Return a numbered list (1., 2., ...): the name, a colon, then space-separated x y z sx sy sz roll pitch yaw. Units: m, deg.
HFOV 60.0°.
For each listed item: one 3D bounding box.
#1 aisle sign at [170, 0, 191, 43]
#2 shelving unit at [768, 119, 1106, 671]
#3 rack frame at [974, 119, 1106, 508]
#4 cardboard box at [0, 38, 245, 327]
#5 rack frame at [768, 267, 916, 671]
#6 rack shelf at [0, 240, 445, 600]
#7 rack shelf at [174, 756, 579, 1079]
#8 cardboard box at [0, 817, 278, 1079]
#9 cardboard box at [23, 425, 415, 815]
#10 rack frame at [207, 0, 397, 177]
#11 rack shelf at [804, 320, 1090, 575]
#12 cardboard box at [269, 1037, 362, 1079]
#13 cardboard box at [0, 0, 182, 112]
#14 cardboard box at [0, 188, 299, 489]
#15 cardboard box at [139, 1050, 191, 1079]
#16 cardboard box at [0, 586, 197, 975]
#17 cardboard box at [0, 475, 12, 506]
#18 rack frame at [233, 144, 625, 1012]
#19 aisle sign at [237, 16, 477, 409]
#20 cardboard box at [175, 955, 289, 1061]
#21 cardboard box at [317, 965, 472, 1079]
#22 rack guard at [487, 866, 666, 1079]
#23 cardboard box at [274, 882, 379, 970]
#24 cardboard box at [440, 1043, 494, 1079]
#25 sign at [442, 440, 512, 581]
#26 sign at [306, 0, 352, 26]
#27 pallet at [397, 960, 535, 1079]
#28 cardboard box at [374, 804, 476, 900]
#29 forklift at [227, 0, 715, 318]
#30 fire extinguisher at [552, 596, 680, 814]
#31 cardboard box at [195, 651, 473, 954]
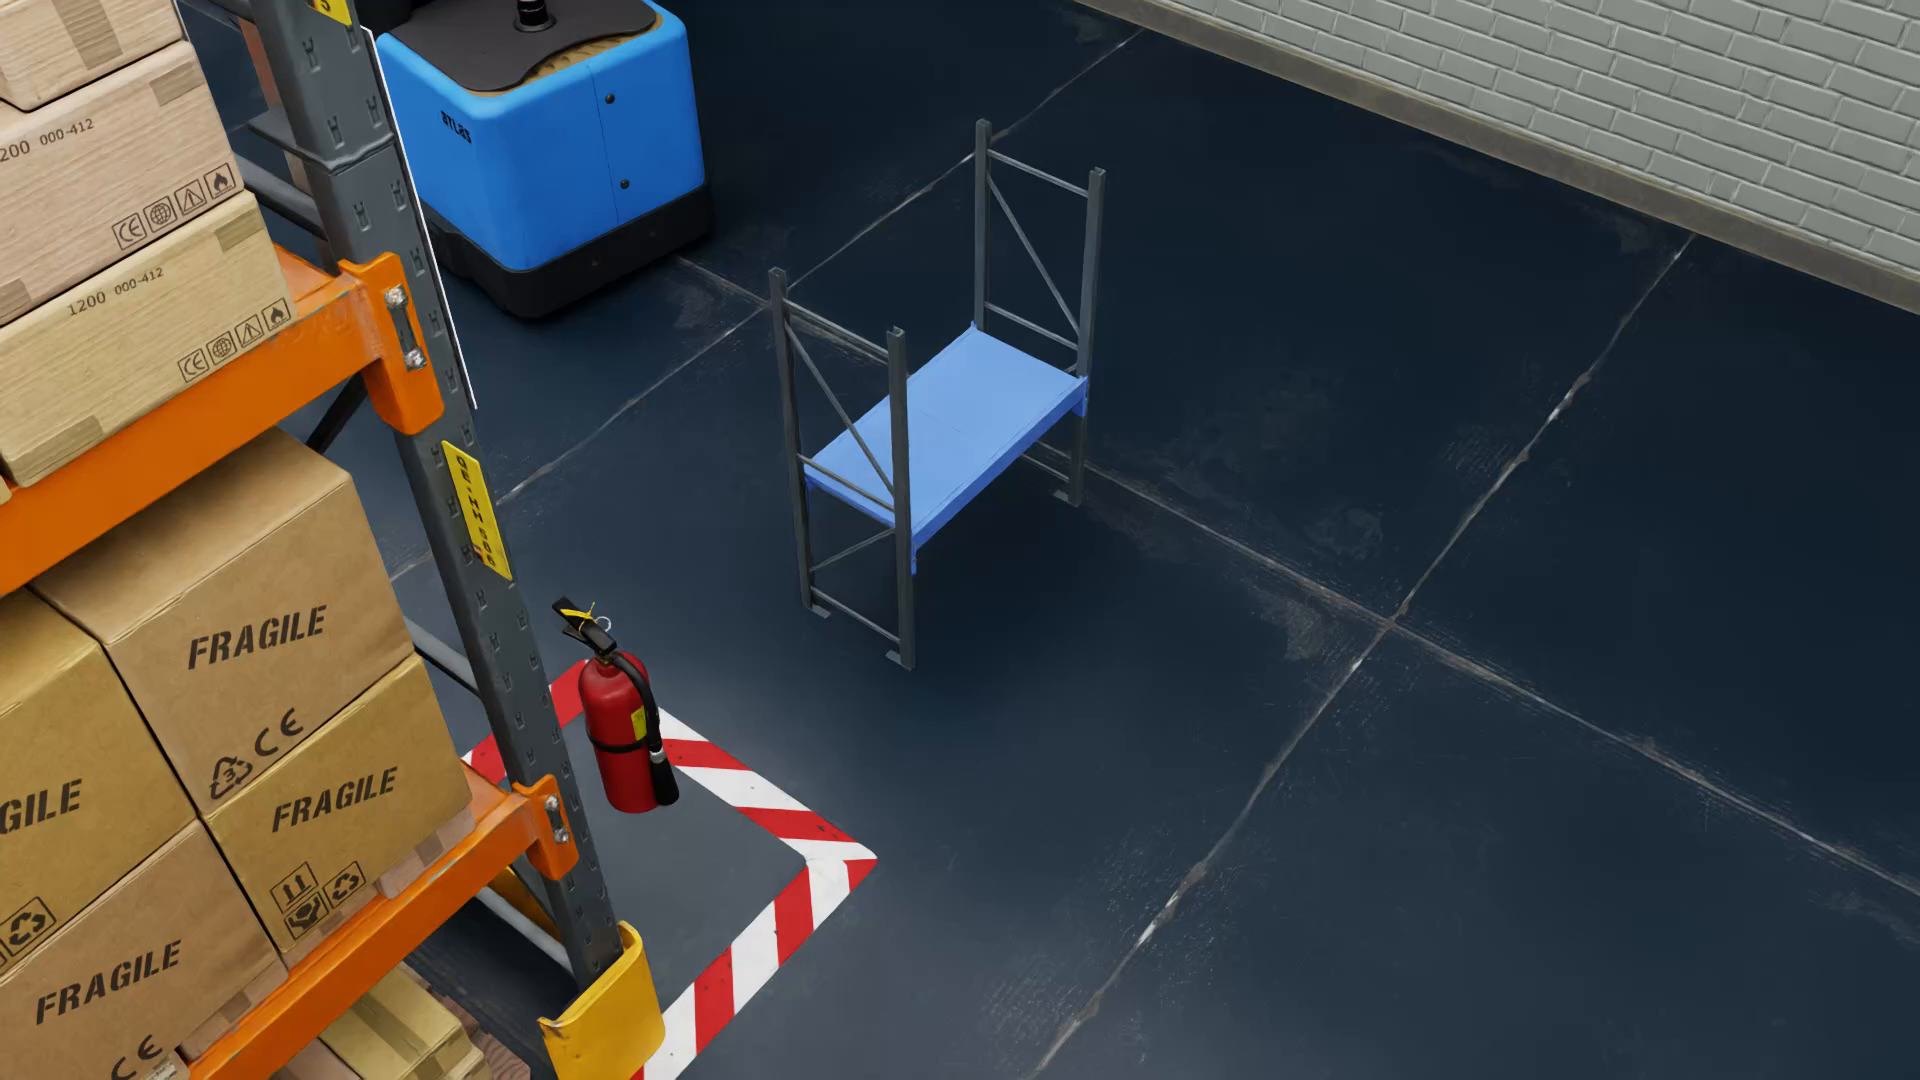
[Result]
1. aisle sign: -1.549 -0.873 3.212 0.394 0.787 0.004 29 53 25
2. shelving unit: -0.052 -0.469 5.661 0.538 1.500 1.048 29 53 25
3. rack frame: 0.259 -0.760 5.939 0.500 1.500 0.032 29 53 25
4. cardboard box: -1.437 -0.582 2.415 0.500 0.250 0.500 28 52 24
5. rack frame: -0.363 -0.178 5.383 0.500 1.500 0.032 29 53 25
6. rack shelf: -2.579 0.556 2.068 1.077 0.370 4.000 29 53 25
7. rack shelf: -2.579 1.592 3.152 1.077 0.370 4.000 29 53 25
8. cardboard box: -1.747 0.725 3.208 0.500 0.500 0.500 28 53 24
9. cardboard box: -1.440 0.088 3.125 0.500 0.500 0.500 28 52 24
10. rack frame: -1.357 -1.873 1.816 1.000 3.000 0.127 29 53 25
11. rack shelf: -0.052 -0.345 5.791 0.538 0.185 1.000 29 53 25
12. cardboard box: -1.679 1.367 4.140 0.380 0.149 0.250 30 53 26
13. cardboard box: -1.327 -0.775 2.324 0.380 0.149 0.250 29 53 25
14. cardboard box: -1.425 -0.408 2.595 0.500 0.250 0.500 28 52 24
15. cardboard box: -1.793 1.030 3.366 0.380 0.149 0.250 31 54 26
16. cardboard box: -1.749 0.378 2.848 0.500 0.500 0.500 27 52 24
17. cardboard box: -1.732 -0.113 2.313 0.500 0.250 0.500 29 53 25
18. rack frame: -1.357 0.199 3.985 1.000 3.000 0.127 29 53 25
19. aisle sign: -1.074 -0.608 2.958 0.394 0.787 0.004 29 53 25
20. cardboard box: -1.655 0.873 3.515 0.380 0.149 0.250 29 53 25
21. cardboard box: -1.480 1.248 4.253 0.380 0.149 0.250 30 53 25
22. rack guard: -1.403 1.106 4.848 1.175 0.500 0.348 29 53 25
23. cardboard box: -1.514 0.723 3.658 0.380 0.149 0.250 29 53 25
24. cardboard box: -1.453 1.364 4.348 0.380 0.149 0.250 28 52 24
25. sign: -0.930 -0.053 3.207 0.100 0.325 0.005 29 53 25
26. sign: -0.930 -0.886 2.335 0.100 0.325 0.005 29 53 25
27. pallet: -1.928 1.655 4.523 1.003 0.211 1.213 29 53 25
28. cardboard box: -1.332 0.597 3.779 0.380 0.149 0.250 29 53 25
29. forklift: -2.481 -2.929 7.021 1.130 2.935 3.031 -34 55 -28
30. fire extinguisher: -0.837 0.415 4.091 0.296 0.674 0.183 29 53 25
31. cardboard box: -1.428 0.433 3.487 0.500 0.500 0.500 30 53 26
